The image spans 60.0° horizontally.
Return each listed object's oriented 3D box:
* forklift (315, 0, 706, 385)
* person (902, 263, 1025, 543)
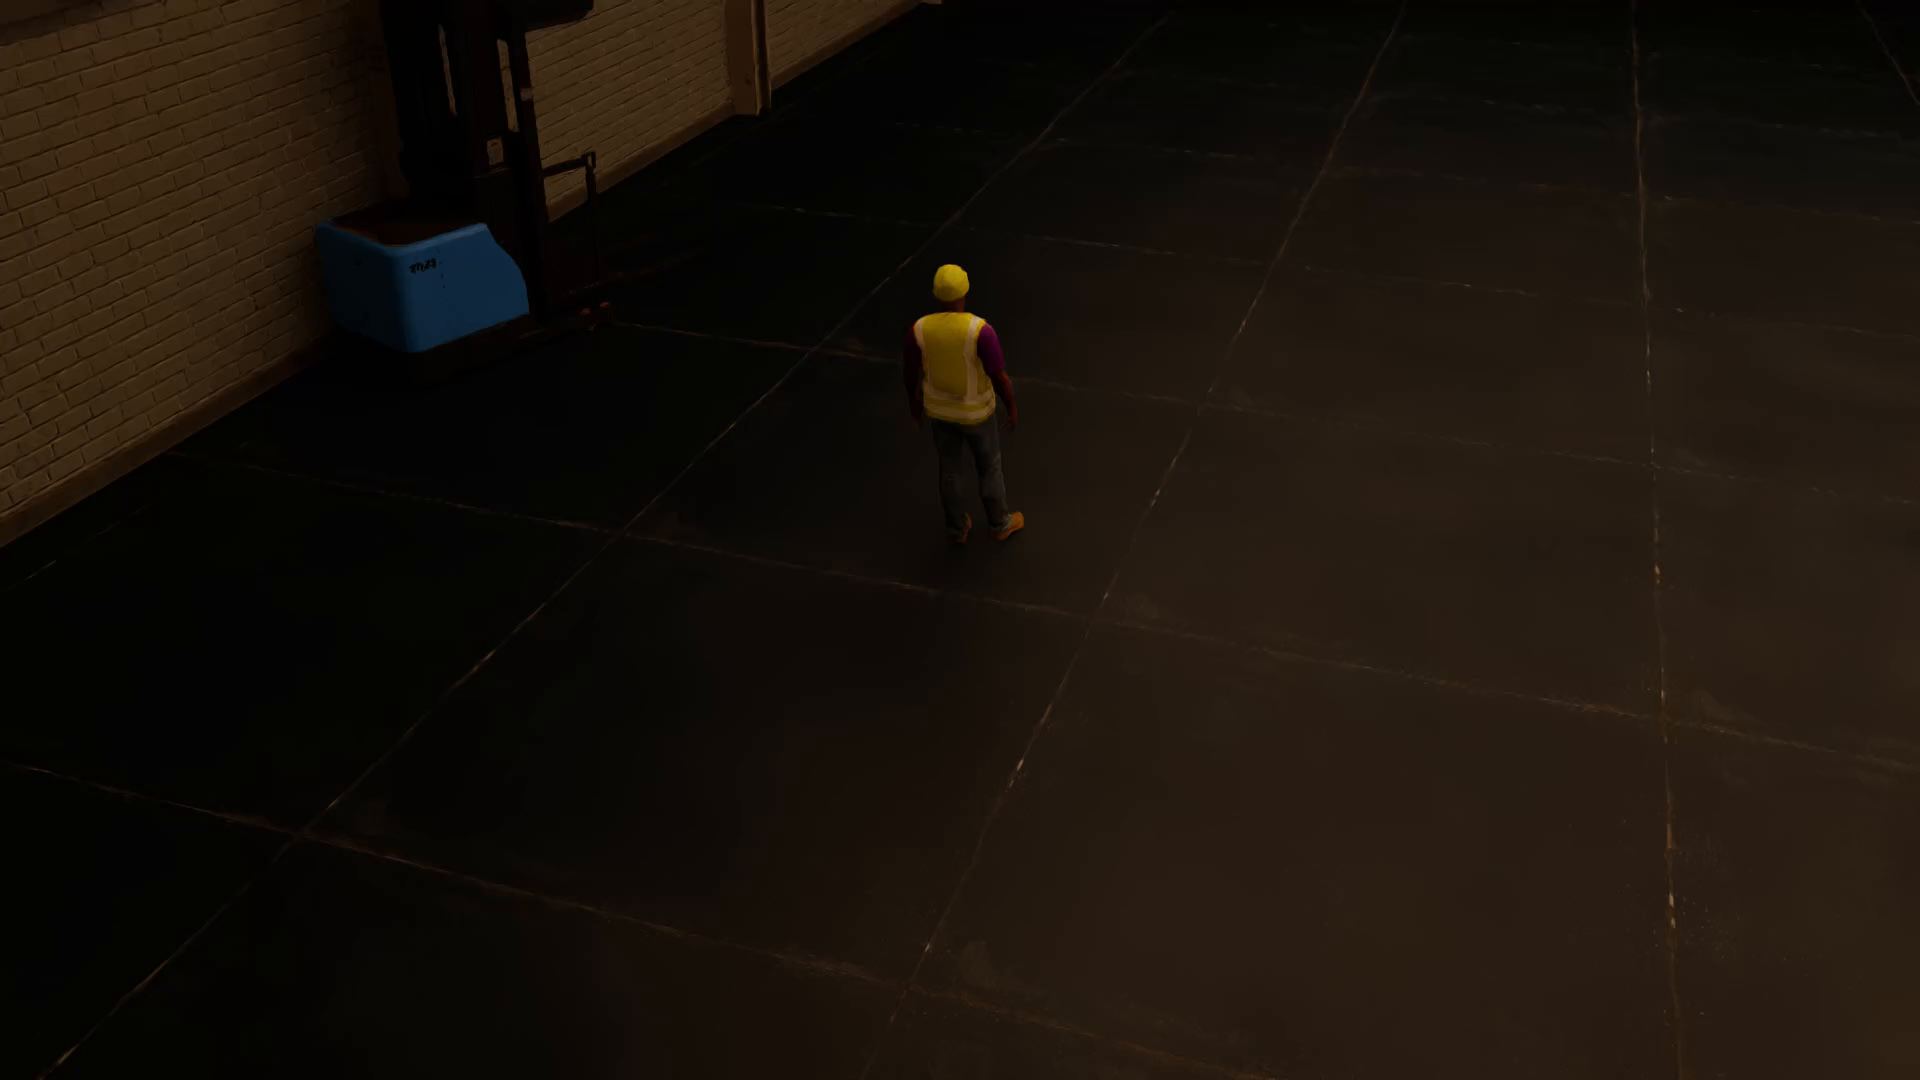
[{"bbox_3d":[-3.337,-3.046,12.479,1.130,2.935,3.031,22,36,33],"label":"forklift"},{"bbox_3d":[0.028,-0.805,9.711,0.665,1.766,0.576,10,31,16],"label":"person"}]
